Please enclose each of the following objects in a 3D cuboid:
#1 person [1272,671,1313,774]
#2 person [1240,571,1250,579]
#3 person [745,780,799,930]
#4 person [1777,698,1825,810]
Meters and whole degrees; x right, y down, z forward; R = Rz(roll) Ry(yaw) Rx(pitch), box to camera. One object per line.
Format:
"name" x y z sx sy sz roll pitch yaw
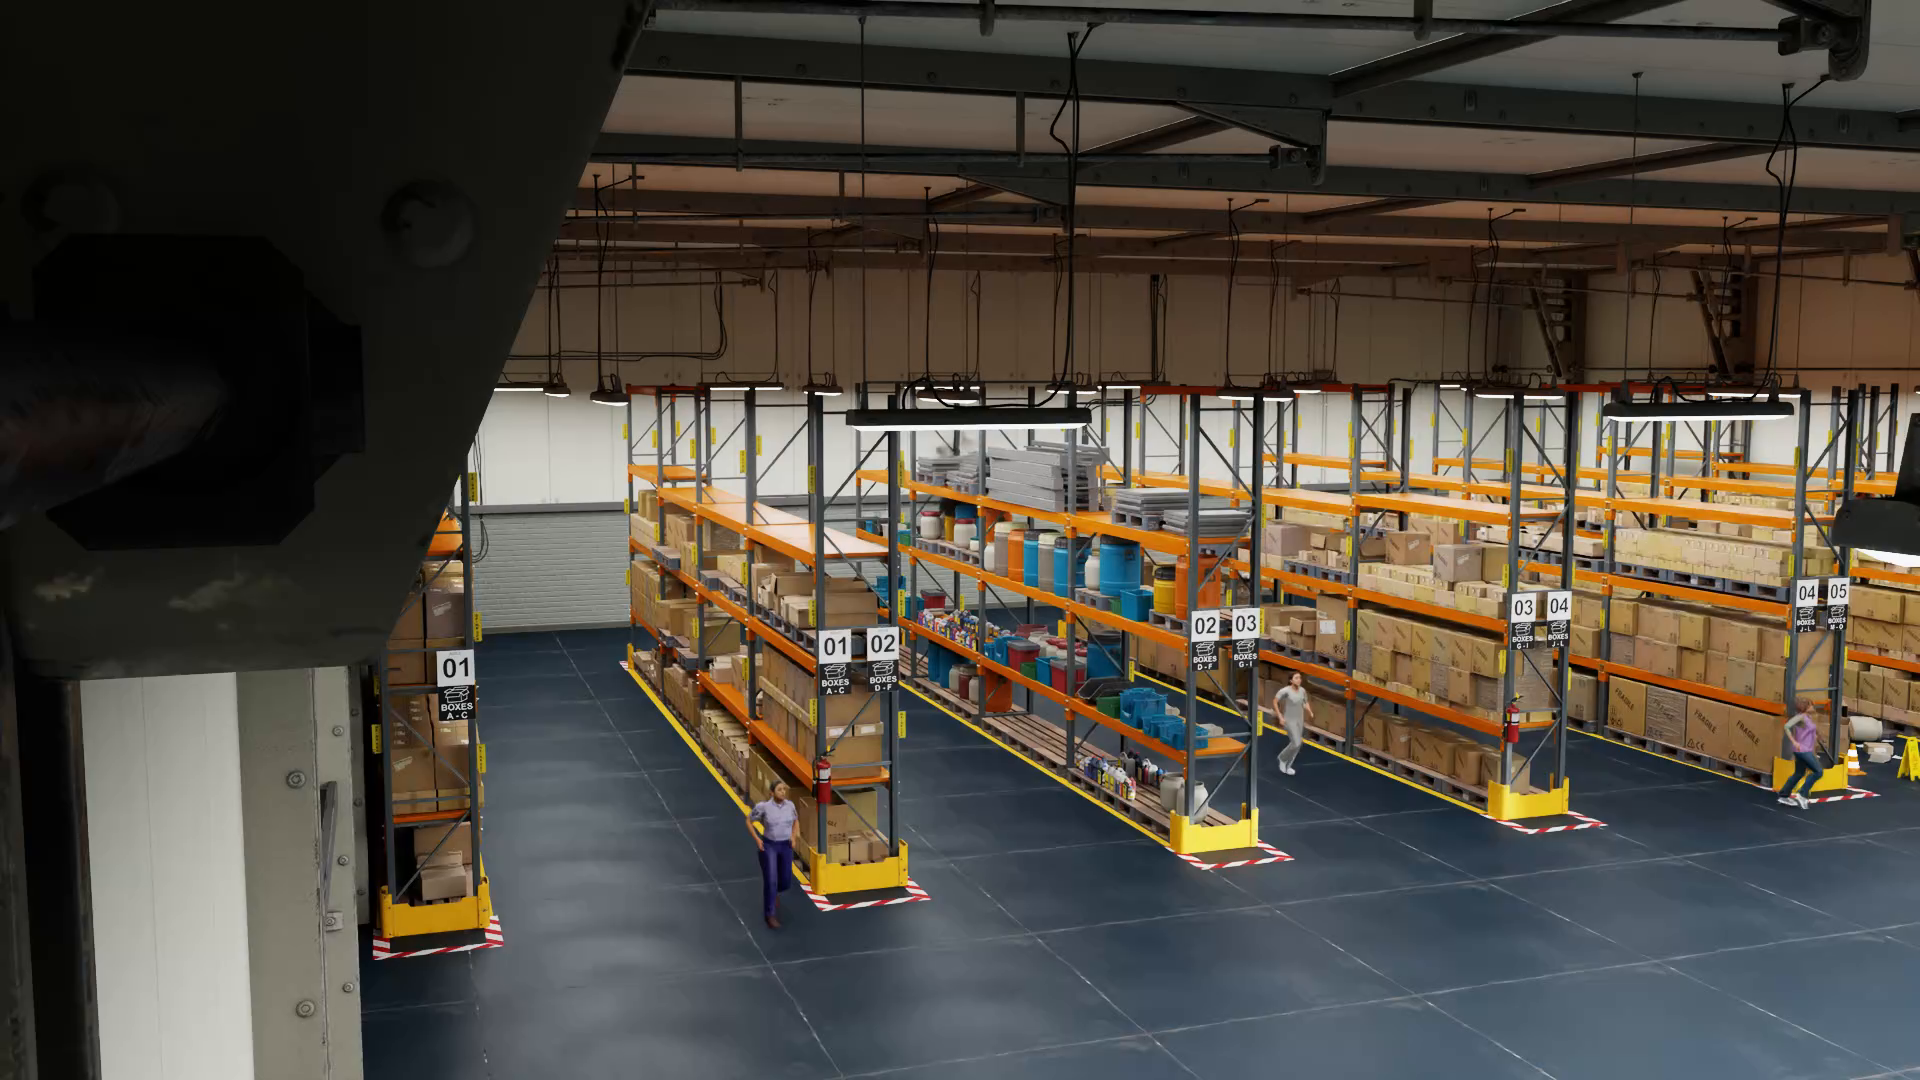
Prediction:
"person" 5.213 2.844 25.868 0.573 1.637 0.569 -3 7 -30
"person" 7.108 1.316 41.224 0.744 1.566 0.595 -1 6 -14
"person" -2.116 3.570 19.168 0.643 1.604 0.823 -3 7 -29
"person" 12.172 3.075 24.035 0.584 1.594 0.545 3 7 29
